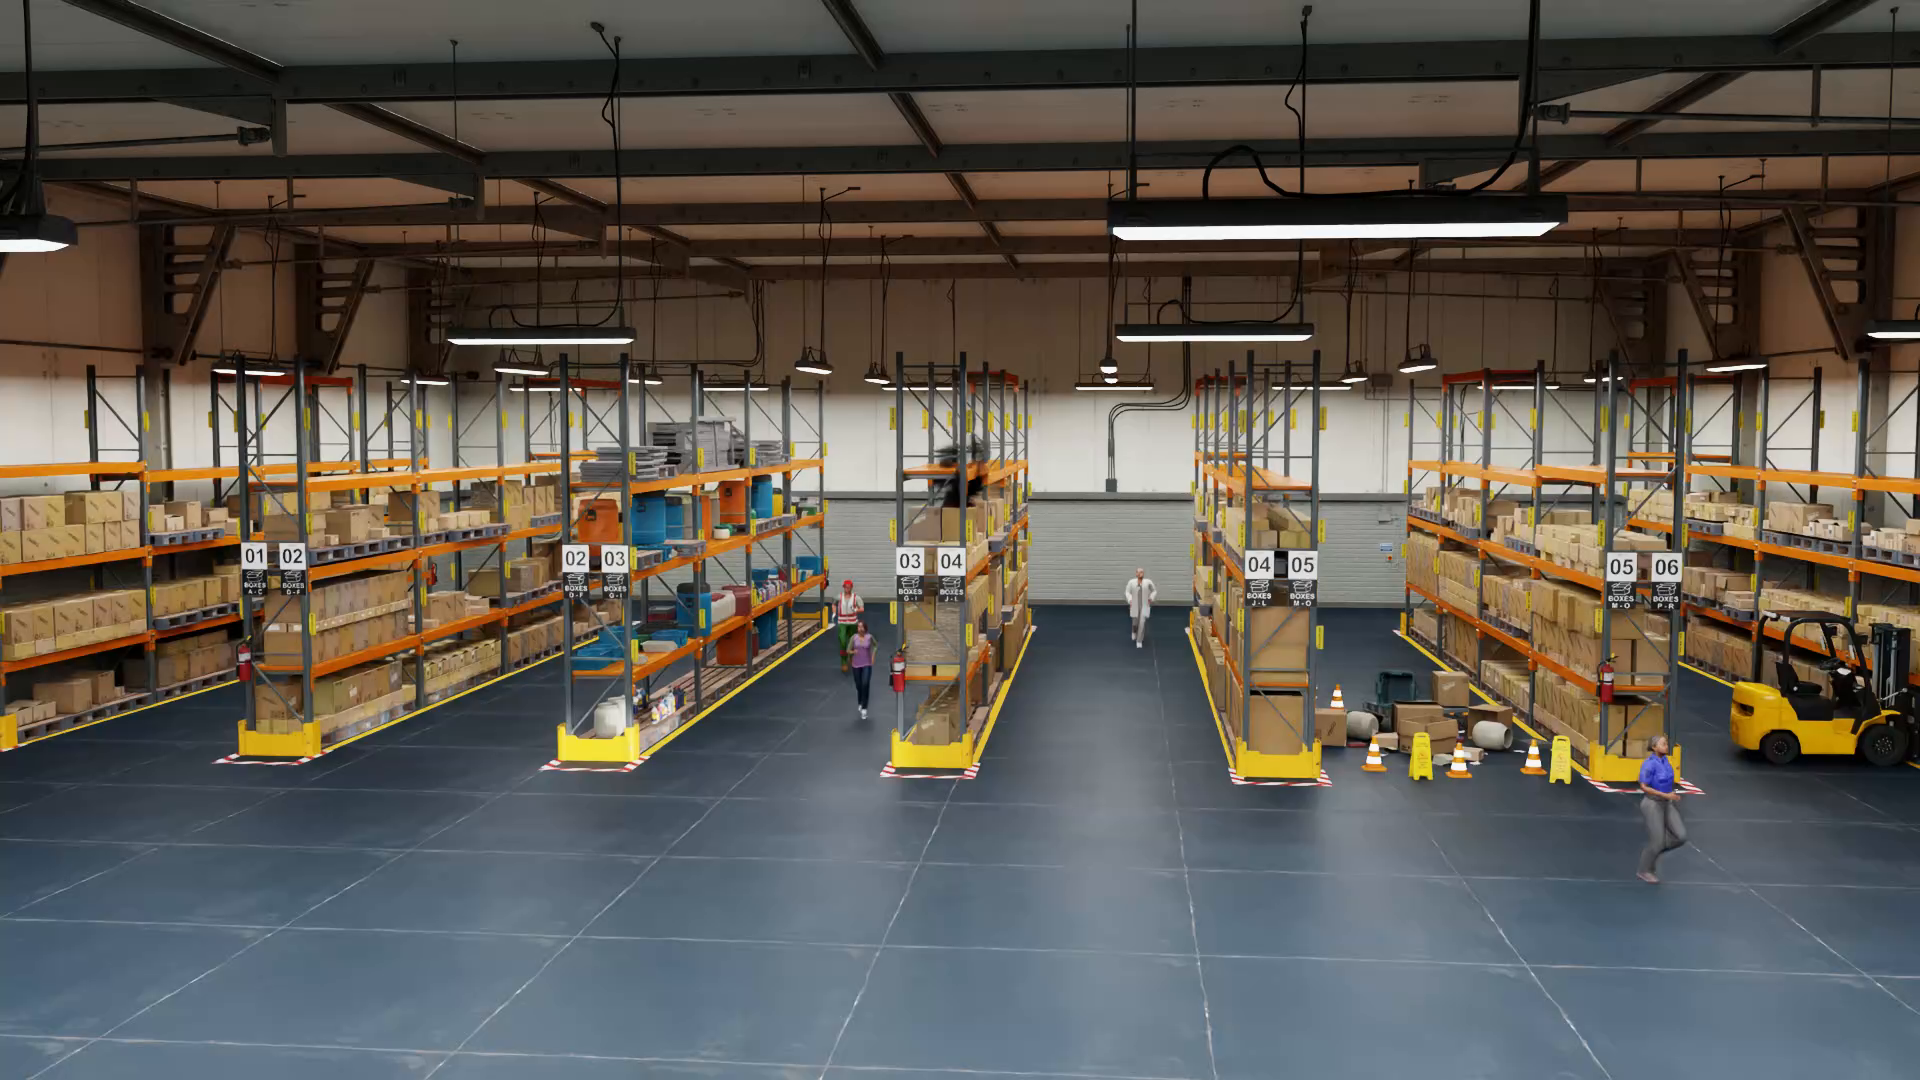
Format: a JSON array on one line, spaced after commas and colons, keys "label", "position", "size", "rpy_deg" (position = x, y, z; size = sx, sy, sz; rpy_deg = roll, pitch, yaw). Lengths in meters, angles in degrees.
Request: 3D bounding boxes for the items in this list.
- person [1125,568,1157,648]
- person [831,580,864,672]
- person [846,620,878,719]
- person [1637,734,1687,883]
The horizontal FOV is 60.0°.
[{"label": "person", "position": [4.052, 1.503, 37.196], "size": [0.712, 1.751, 0.704], "rpy_deg": [1, 4, 11]}, {"label": "person", "position": [-2.259, 1.697, 33.496], "size": [0.662, 1.786, 0.982], "rpy_deg": [0, 4, -4]}, {"label": "person", "position": [-1.668, 2.180, 28.299], "size": [0.520, 1.635, 0.706], "rpy_deg": [0, 4, 5]}, {"label": "person", "position": [7.603, 2.912, 18.008], "size": [0.624, 1.624, 0.537], "rpy_deg": [-3, 5, -37]}]
